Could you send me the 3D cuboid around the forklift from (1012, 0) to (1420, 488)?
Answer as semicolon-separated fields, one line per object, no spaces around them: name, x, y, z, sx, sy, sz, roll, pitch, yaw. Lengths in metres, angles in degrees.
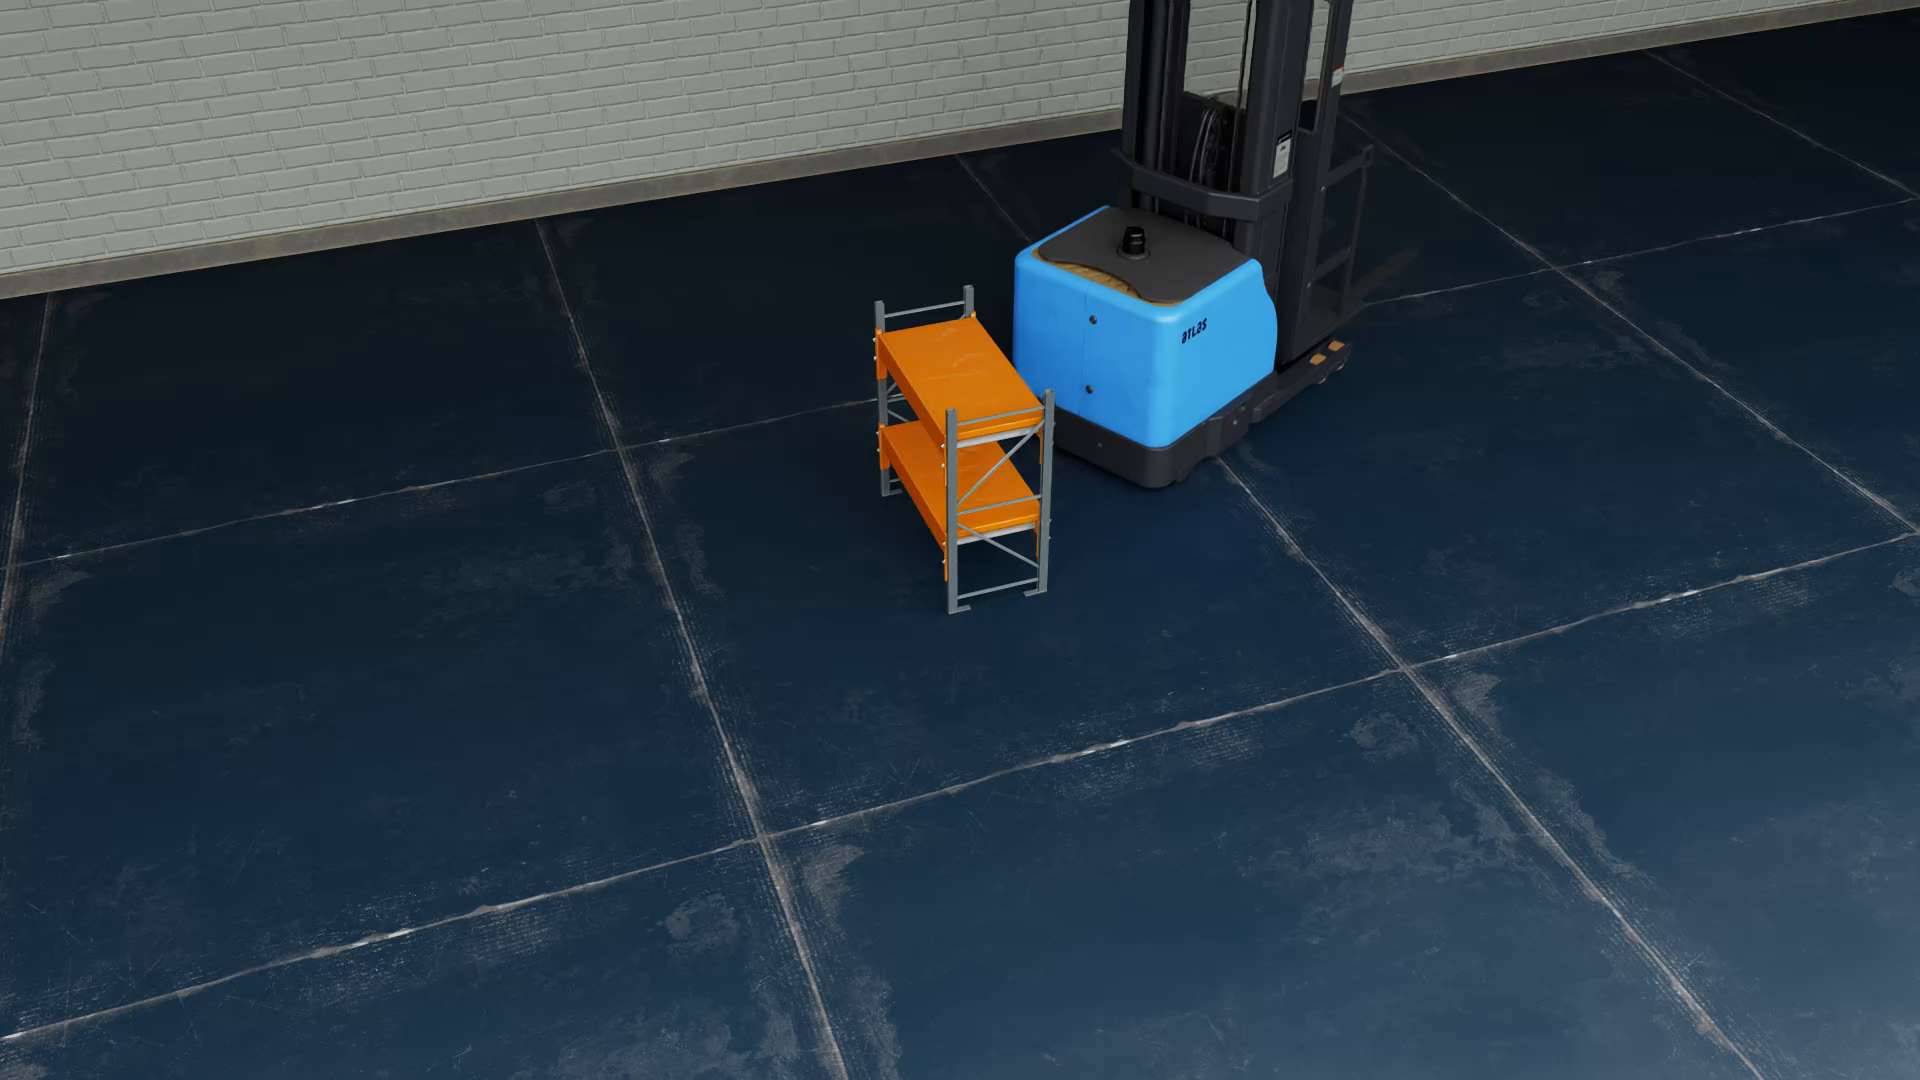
forklift;1.611;-2.245;8.855;1.130;2.935;3.031;28;45;32

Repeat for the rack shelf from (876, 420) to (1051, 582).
rack shelf;0.002;-0.250;8.114;0.538;0.278;1.000;-12;39;-16

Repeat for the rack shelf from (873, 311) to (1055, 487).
rack shelf;0.002;-0.679;7.791;0.538;0.278;1.000;-12;39;-16

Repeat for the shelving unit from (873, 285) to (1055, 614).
shelving unit;0.002;-0.445;7.967;0.538;1.125;1.048;-12;39;-16

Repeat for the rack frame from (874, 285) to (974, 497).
rack frame;-0.173;-0.733;8.348;0.500;1.125;0.032;-12;39;-16

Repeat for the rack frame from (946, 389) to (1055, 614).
rack frame;0.177;-0.158;7.586;0.500;1.125;0.032;-12;39;-16
